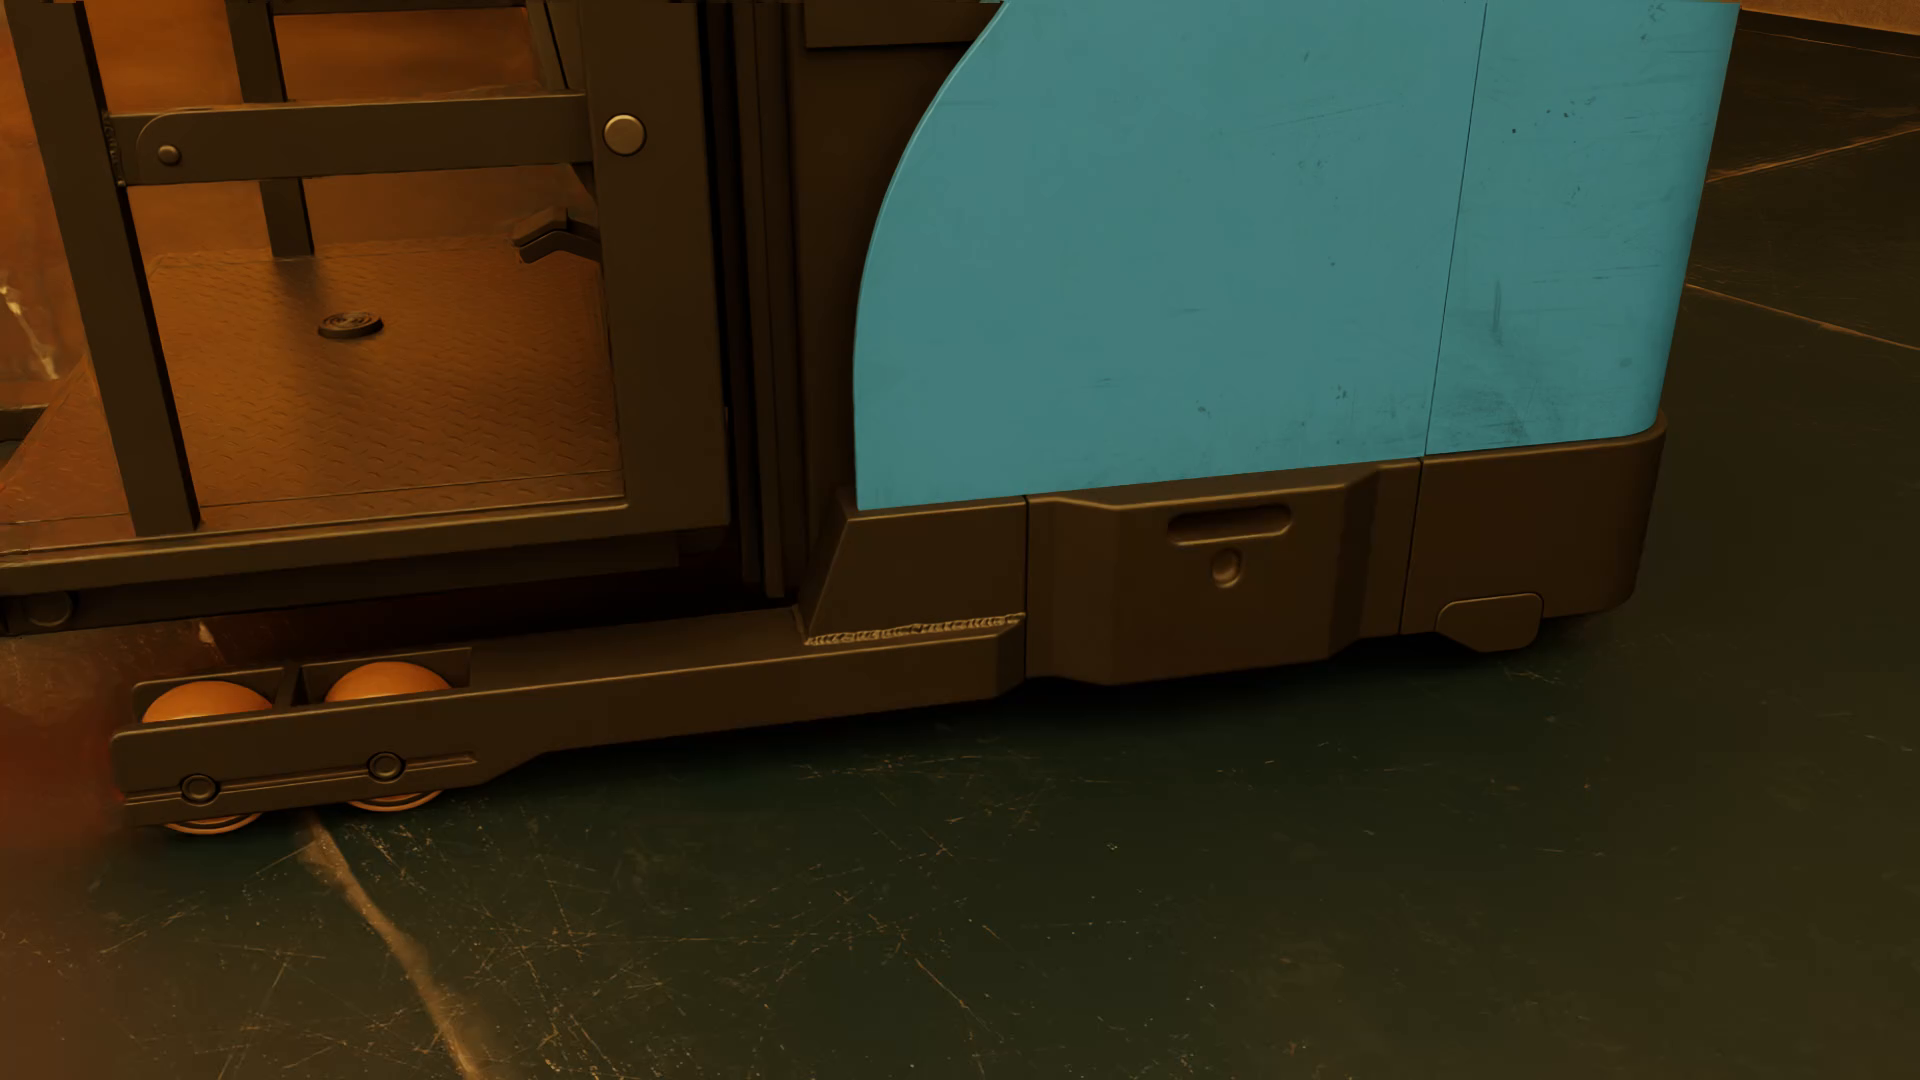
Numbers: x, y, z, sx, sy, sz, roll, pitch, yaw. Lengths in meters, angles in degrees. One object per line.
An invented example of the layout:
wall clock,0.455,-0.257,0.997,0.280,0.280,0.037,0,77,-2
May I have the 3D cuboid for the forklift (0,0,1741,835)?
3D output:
forklift,-0.669,-1.243,1.709,3.031,2.935,1.130,-6,27,-11
